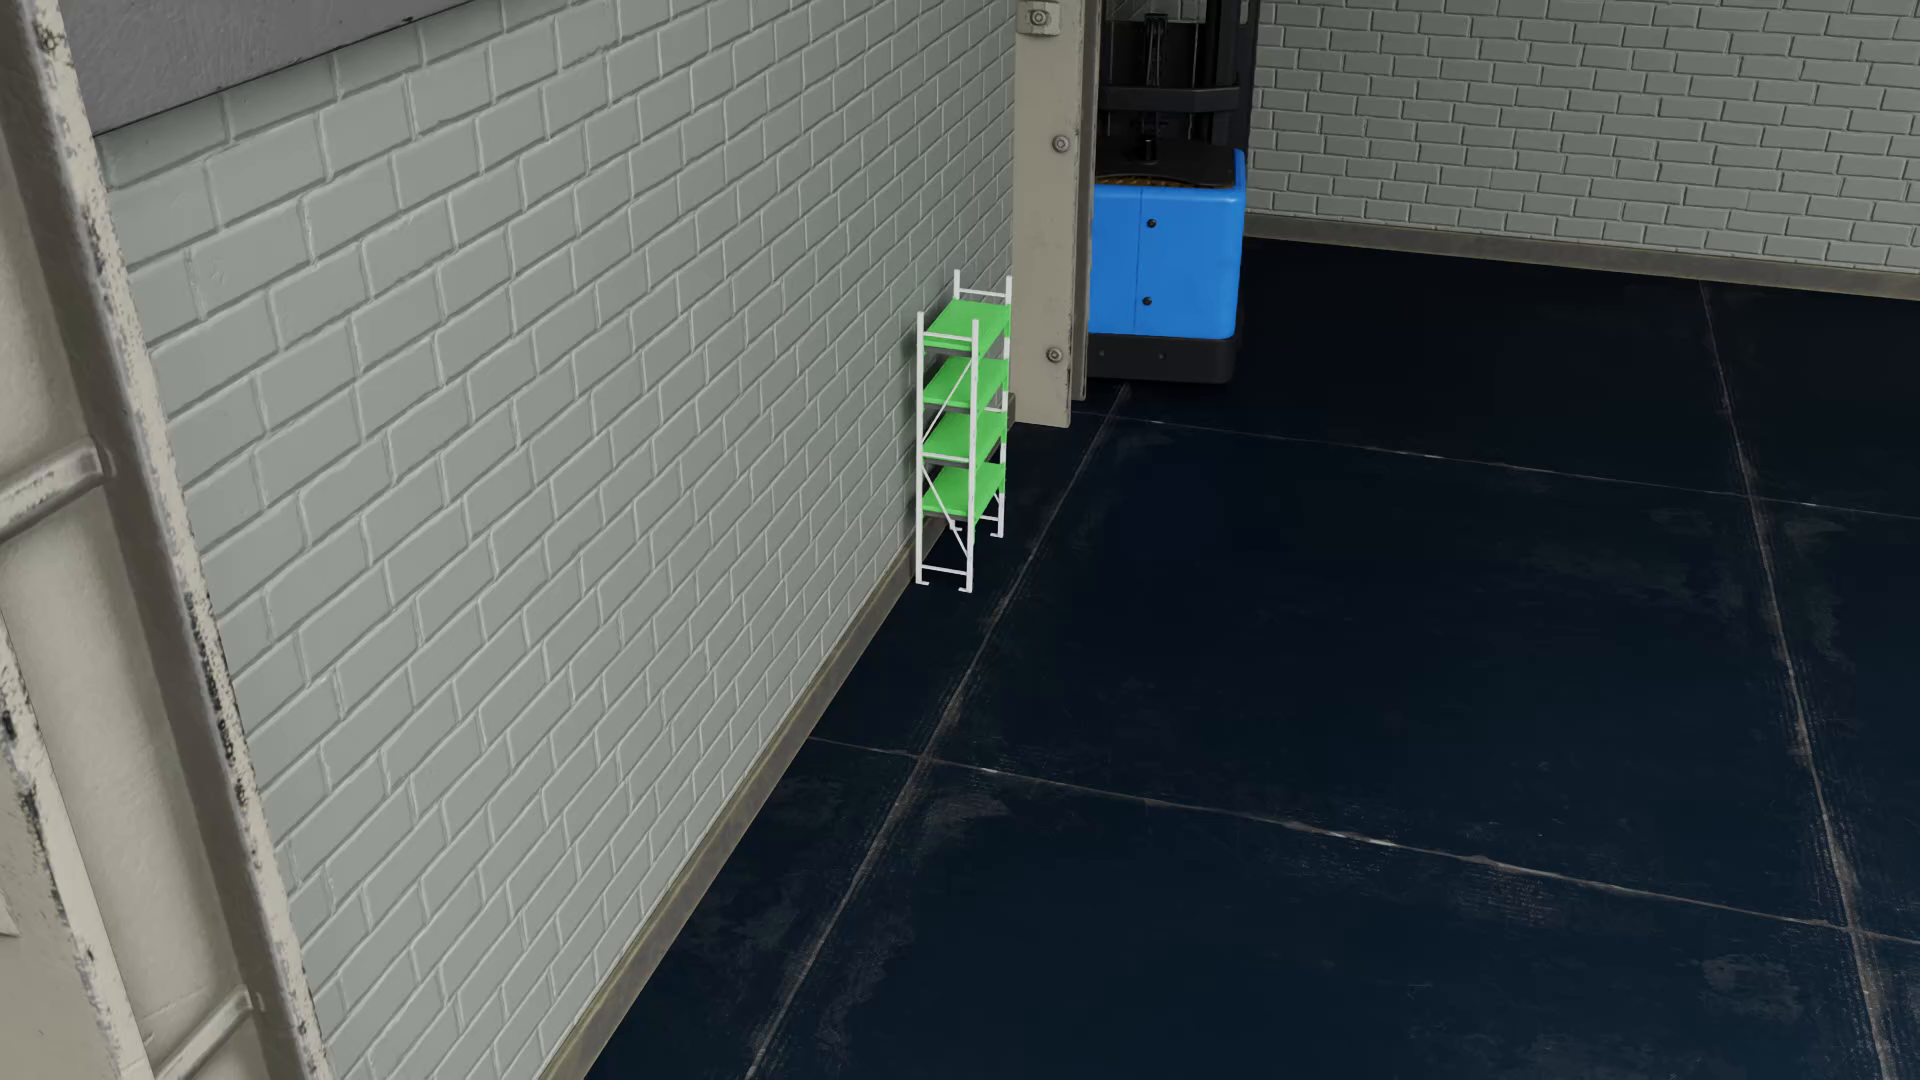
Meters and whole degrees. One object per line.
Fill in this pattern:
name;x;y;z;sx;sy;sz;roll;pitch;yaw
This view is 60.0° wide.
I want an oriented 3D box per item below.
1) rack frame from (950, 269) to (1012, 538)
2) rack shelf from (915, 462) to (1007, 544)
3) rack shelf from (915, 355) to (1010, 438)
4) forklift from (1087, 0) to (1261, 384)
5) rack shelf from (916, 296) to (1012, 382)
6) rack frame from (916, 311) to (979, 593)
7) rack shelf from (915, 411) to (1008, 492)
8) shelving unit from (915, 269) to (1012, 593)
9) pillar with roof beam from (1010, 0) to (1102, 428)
rack frame;0.082;-0.555;7.008;0.240;1.200;0.015;9;30;14
rack shelf;0.007;-0.176;6.952;0.258;0.148;0.480;9;30;14
rack shelf;0.016;-0.594;6.717;0.258;0.148;0.480;9;30;14
forklift;1.091;-2.777;9.228;1.130;2.935;3.031;4;29;7
rack shelf;0.020;-0.803;6.599;0.258;0.148;0.480;9;30;14
rack frame;-0.057;-0.327;6.599;0.240;1.200;0.015;9;30;14
rack shelf;0.011;-0.385;6.835;0.258;0.148;0.480;9;30;14
shelving unit;0.013;-0.441;6.803;0.258;1.200;0.503;9;30;14
pillar with roof beam;4.560;-3.988;5.162;9.100;9.000;0.400;8;30;15
